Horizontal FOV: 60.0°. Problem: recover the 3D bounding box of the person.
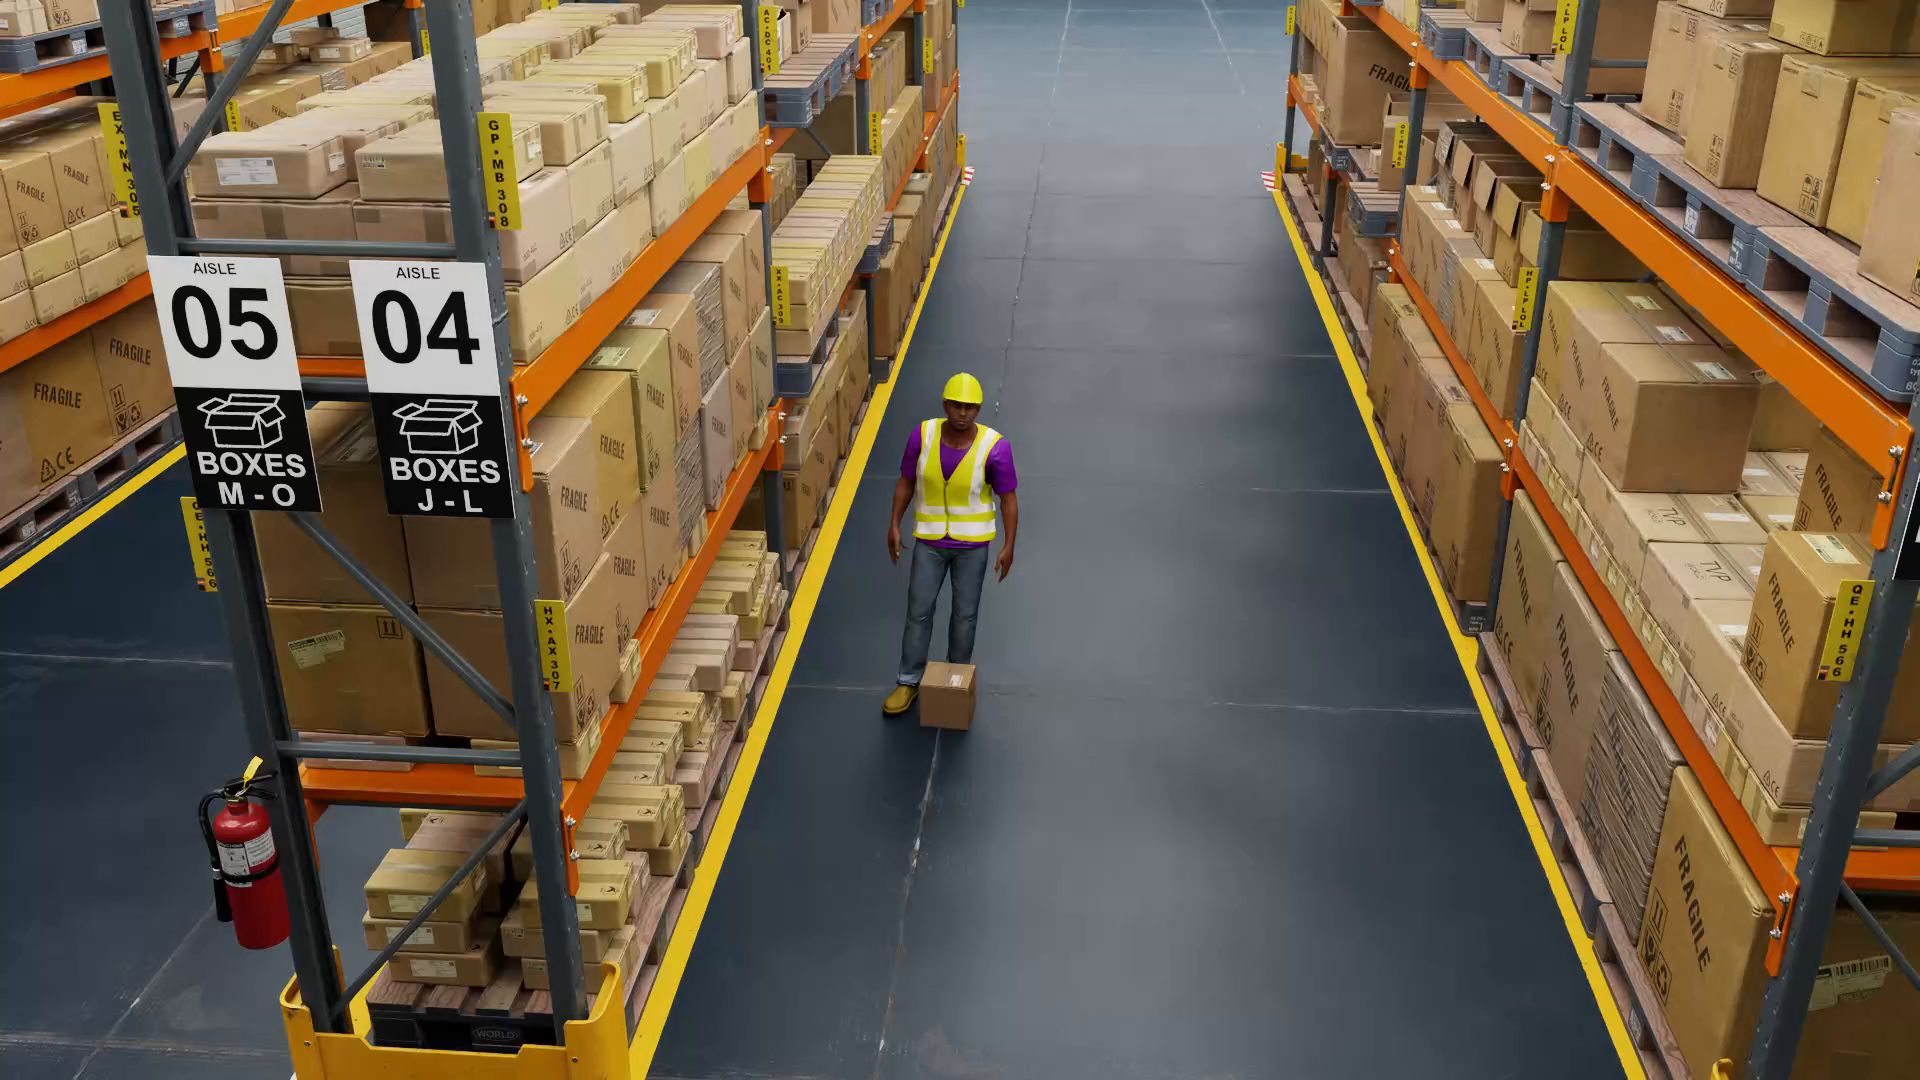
[{"bbox_3d":[-0.054,0.026,8.495,0.665,1.765,0.577,5,25,10],"label":"person"}]
